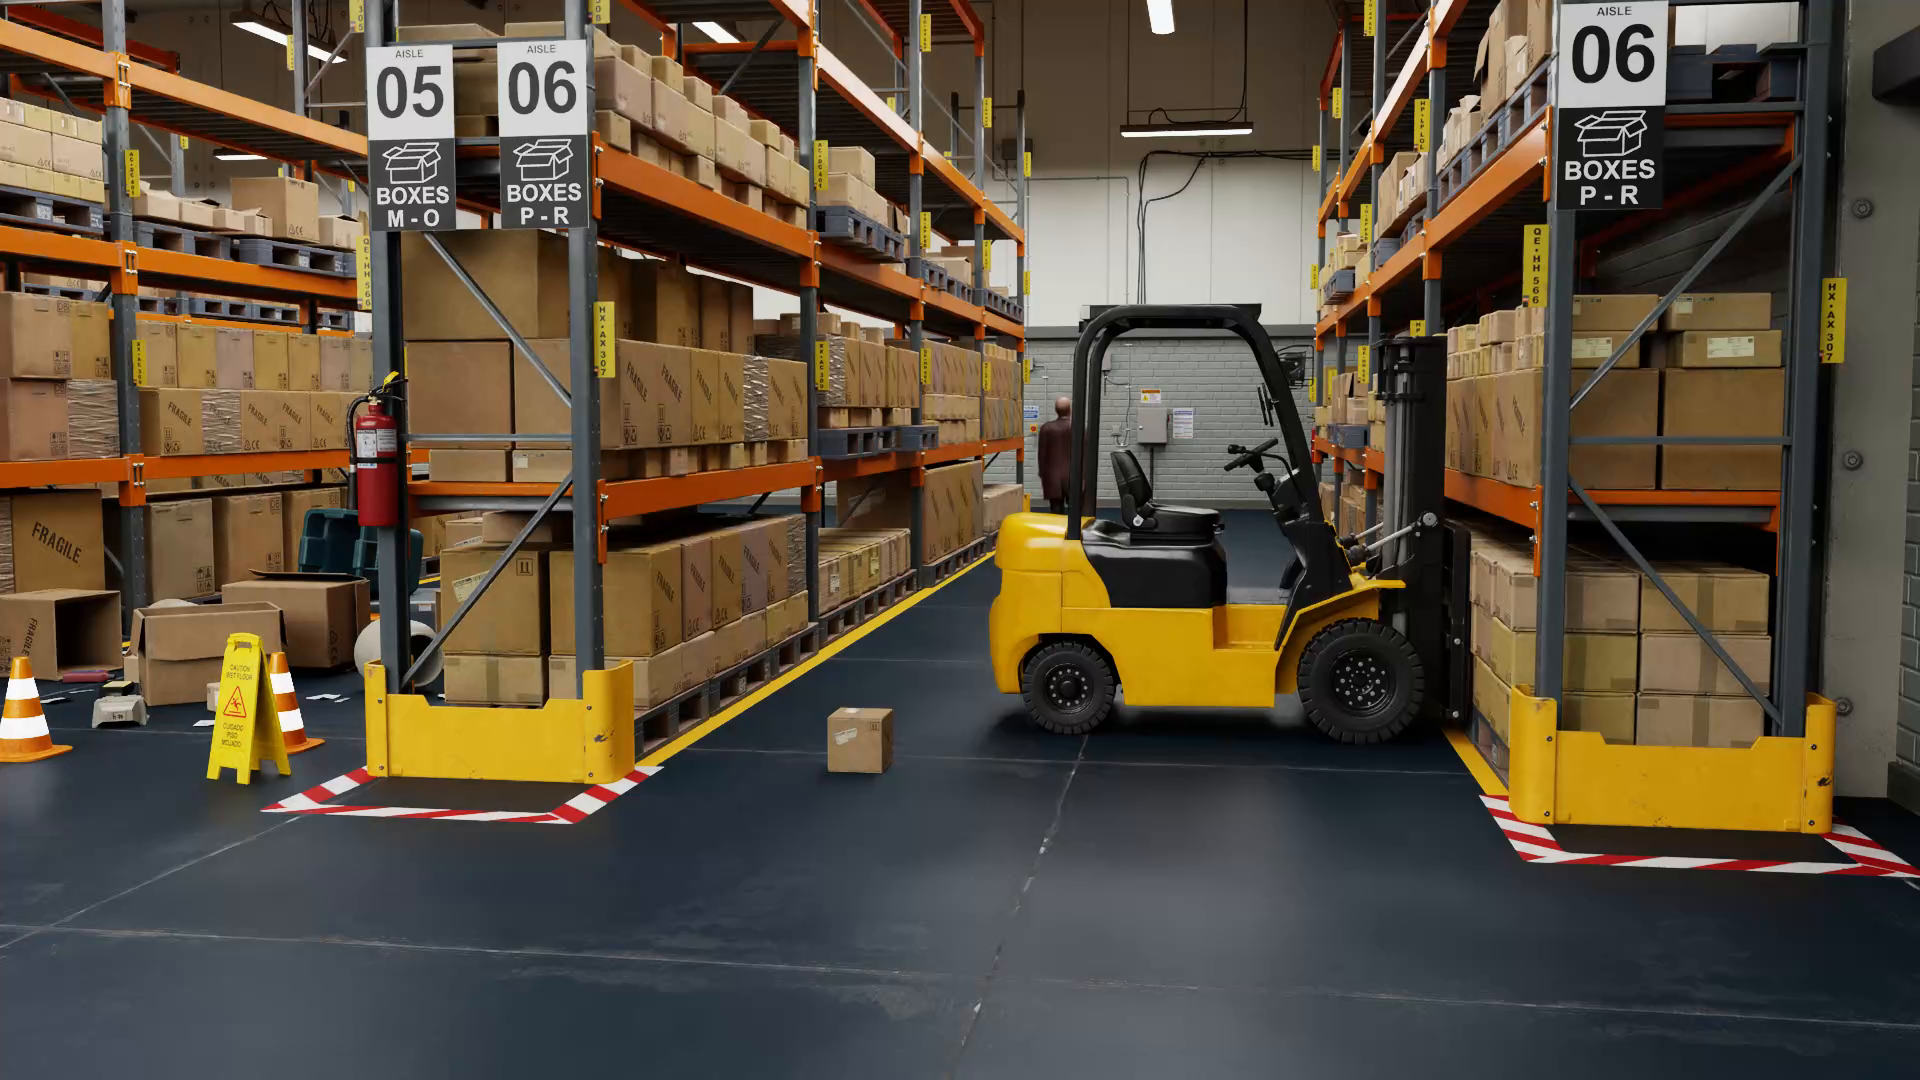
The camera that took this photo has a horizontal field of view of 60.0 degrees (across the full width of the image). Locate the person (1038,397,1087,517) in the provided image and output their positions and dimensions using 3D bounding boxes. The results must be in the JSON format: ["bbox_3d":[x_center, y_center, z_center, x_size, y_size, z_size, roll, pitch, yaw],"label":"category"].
[{"bbox_3d":[1.116,-0.613,17.829,0.565,1.842,0.548,1,4,8],"label":"person"}]
